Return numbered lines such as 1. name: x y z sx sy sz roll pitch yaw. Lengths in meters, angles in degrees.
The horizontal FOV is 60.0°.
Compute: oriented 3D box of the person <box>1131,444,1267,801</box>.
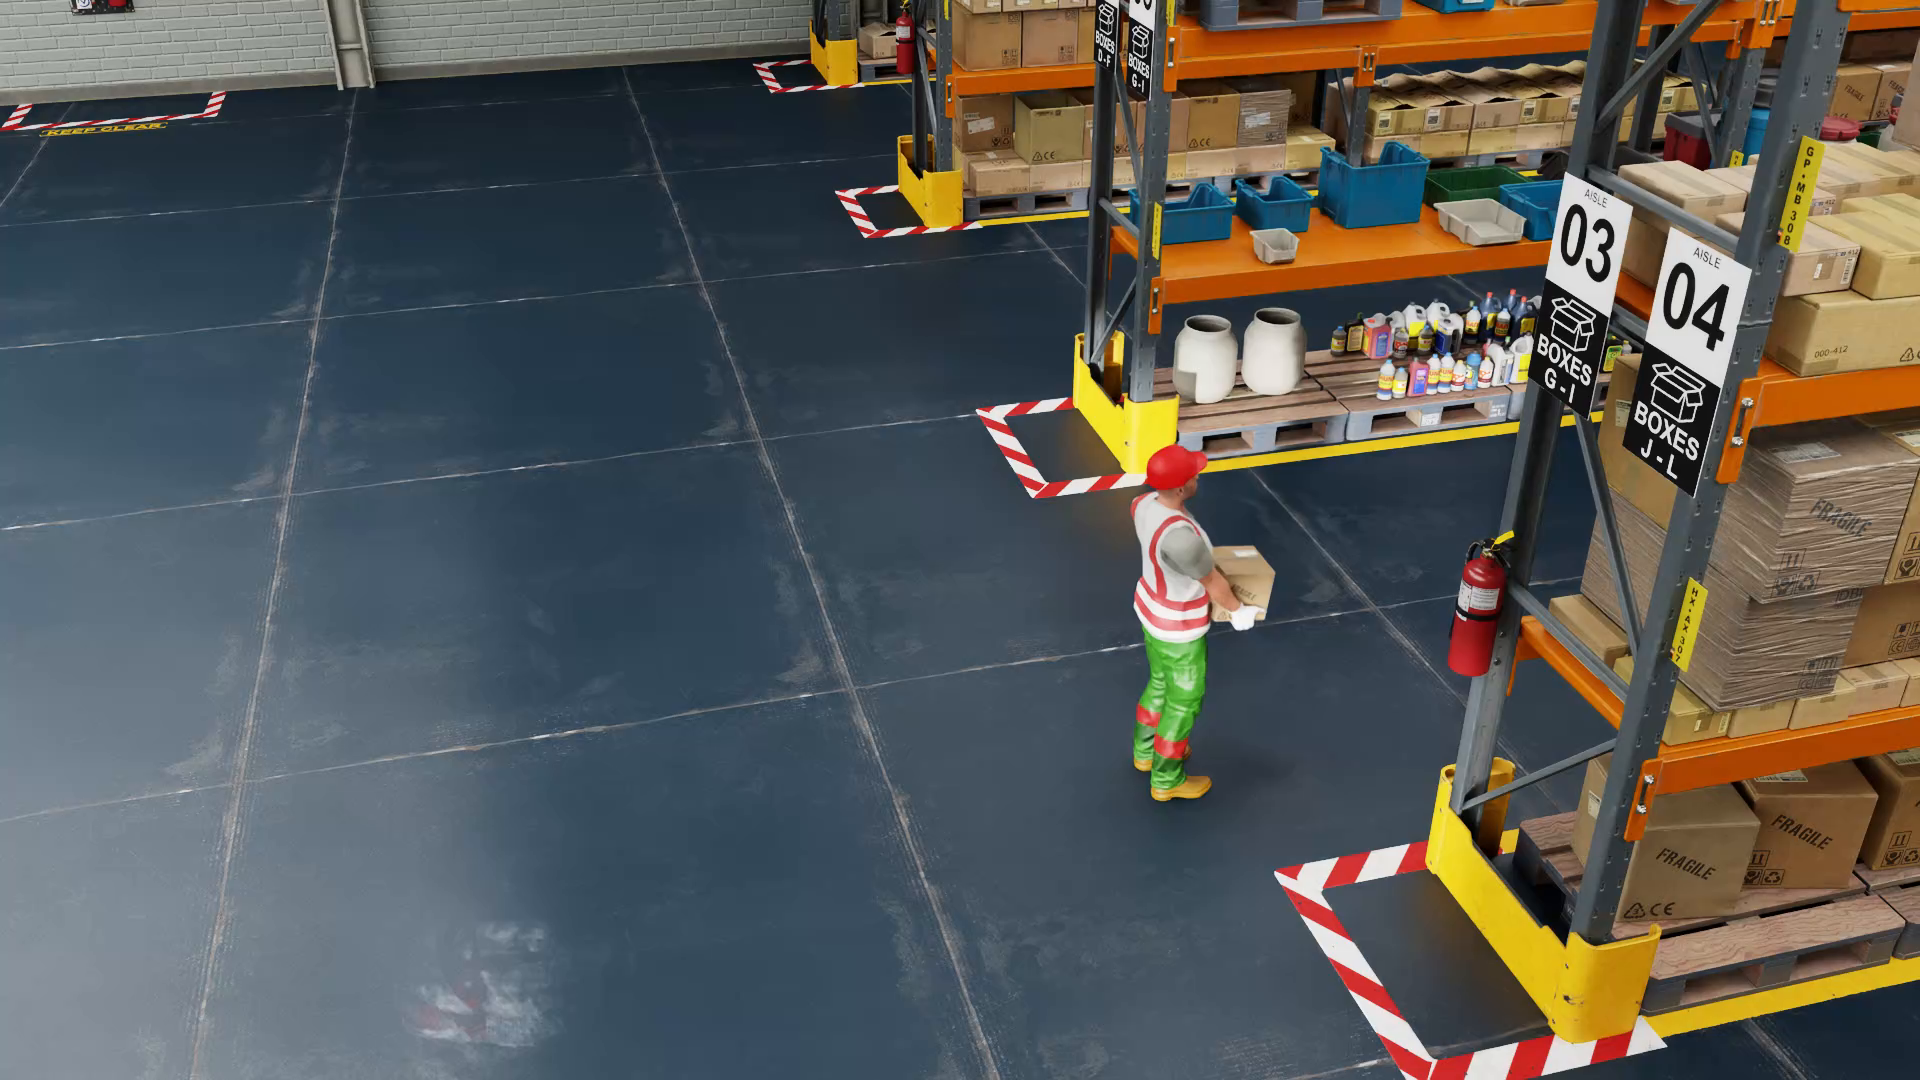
1. person: 1.074 0.353 7.611 0.567 1.783 0.494 -7 31 -12
